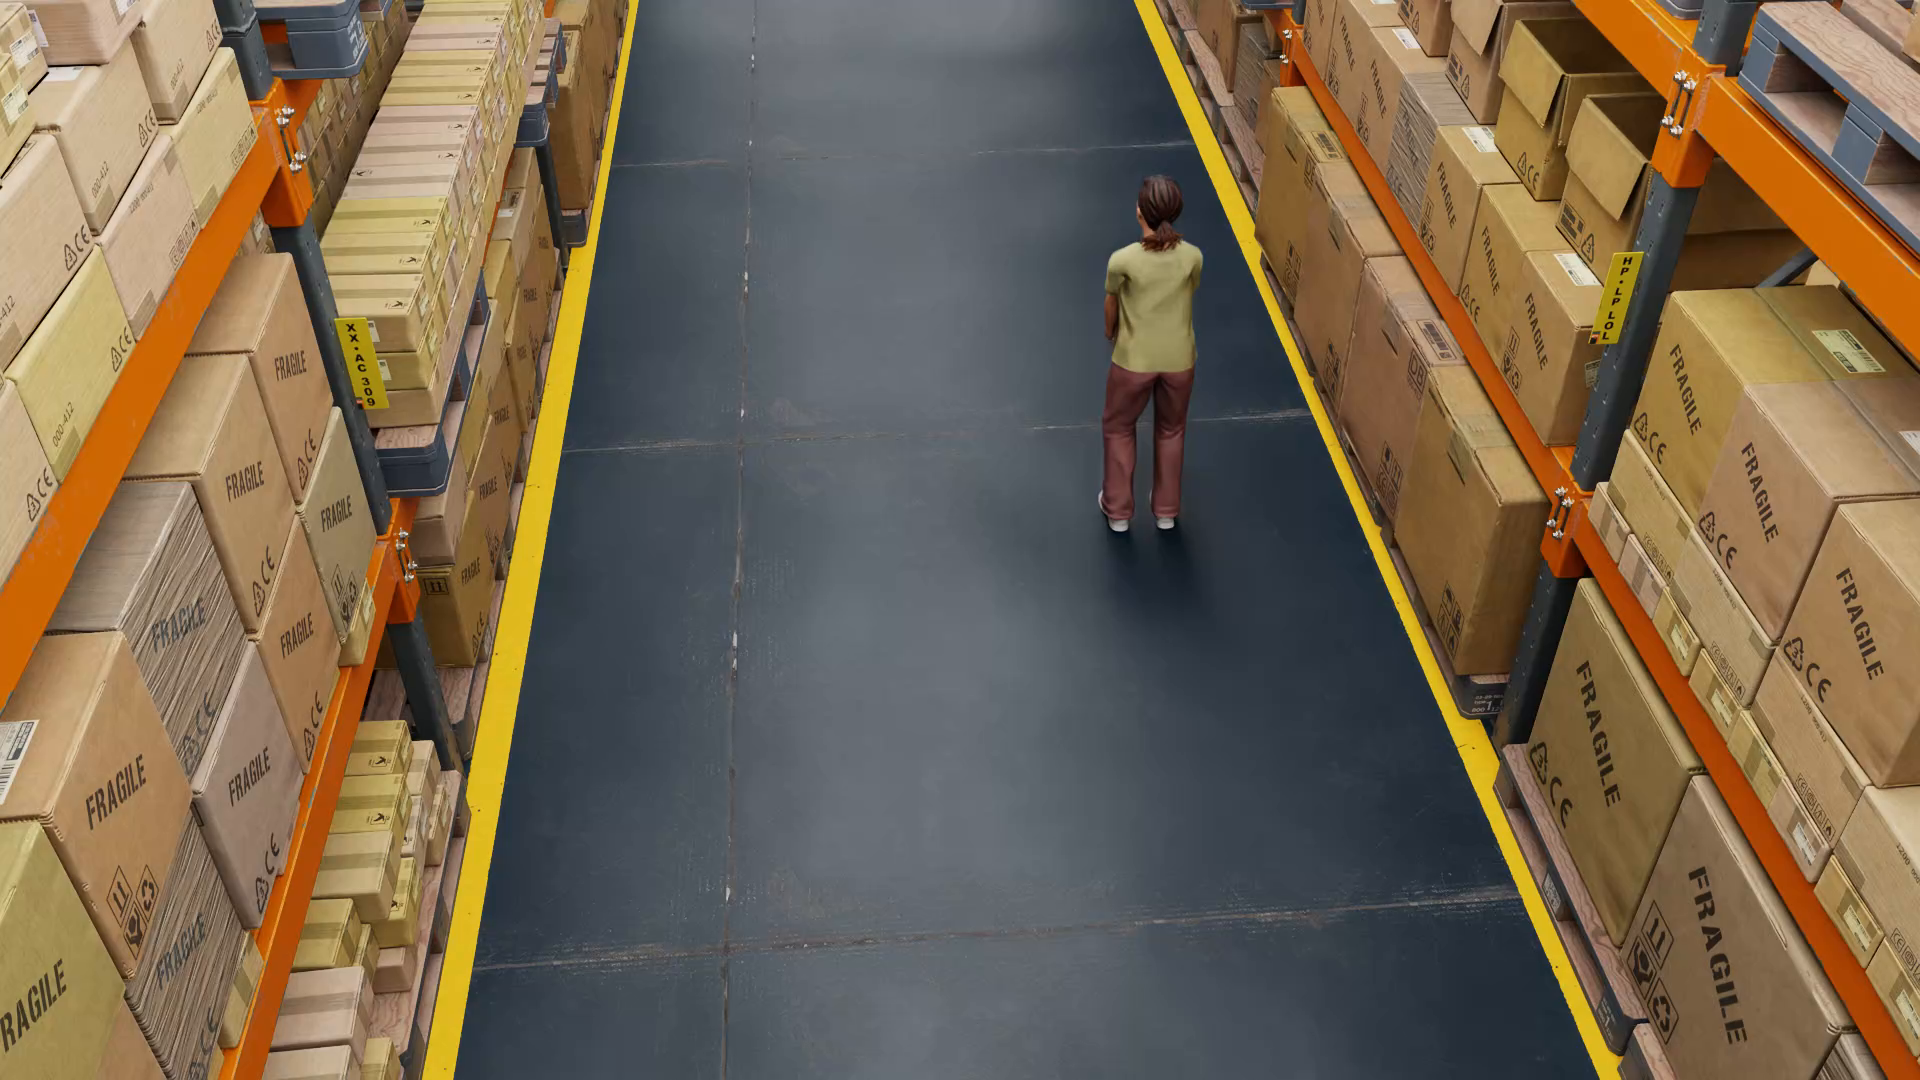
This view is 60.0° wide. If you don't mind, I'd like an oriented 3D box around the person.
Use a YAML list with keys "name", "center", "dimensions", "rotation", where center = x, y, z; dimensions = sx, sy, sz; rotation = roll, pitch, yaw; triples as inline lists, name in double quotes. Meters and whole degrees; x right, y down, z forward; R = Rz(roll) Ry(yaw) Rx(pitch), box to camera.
- name: "person"
  center: [0.801, -0.812, 7.164]
  dimensions: [0.408, 1.663, 0.513]
  rotation: [-4, 39, -5]
